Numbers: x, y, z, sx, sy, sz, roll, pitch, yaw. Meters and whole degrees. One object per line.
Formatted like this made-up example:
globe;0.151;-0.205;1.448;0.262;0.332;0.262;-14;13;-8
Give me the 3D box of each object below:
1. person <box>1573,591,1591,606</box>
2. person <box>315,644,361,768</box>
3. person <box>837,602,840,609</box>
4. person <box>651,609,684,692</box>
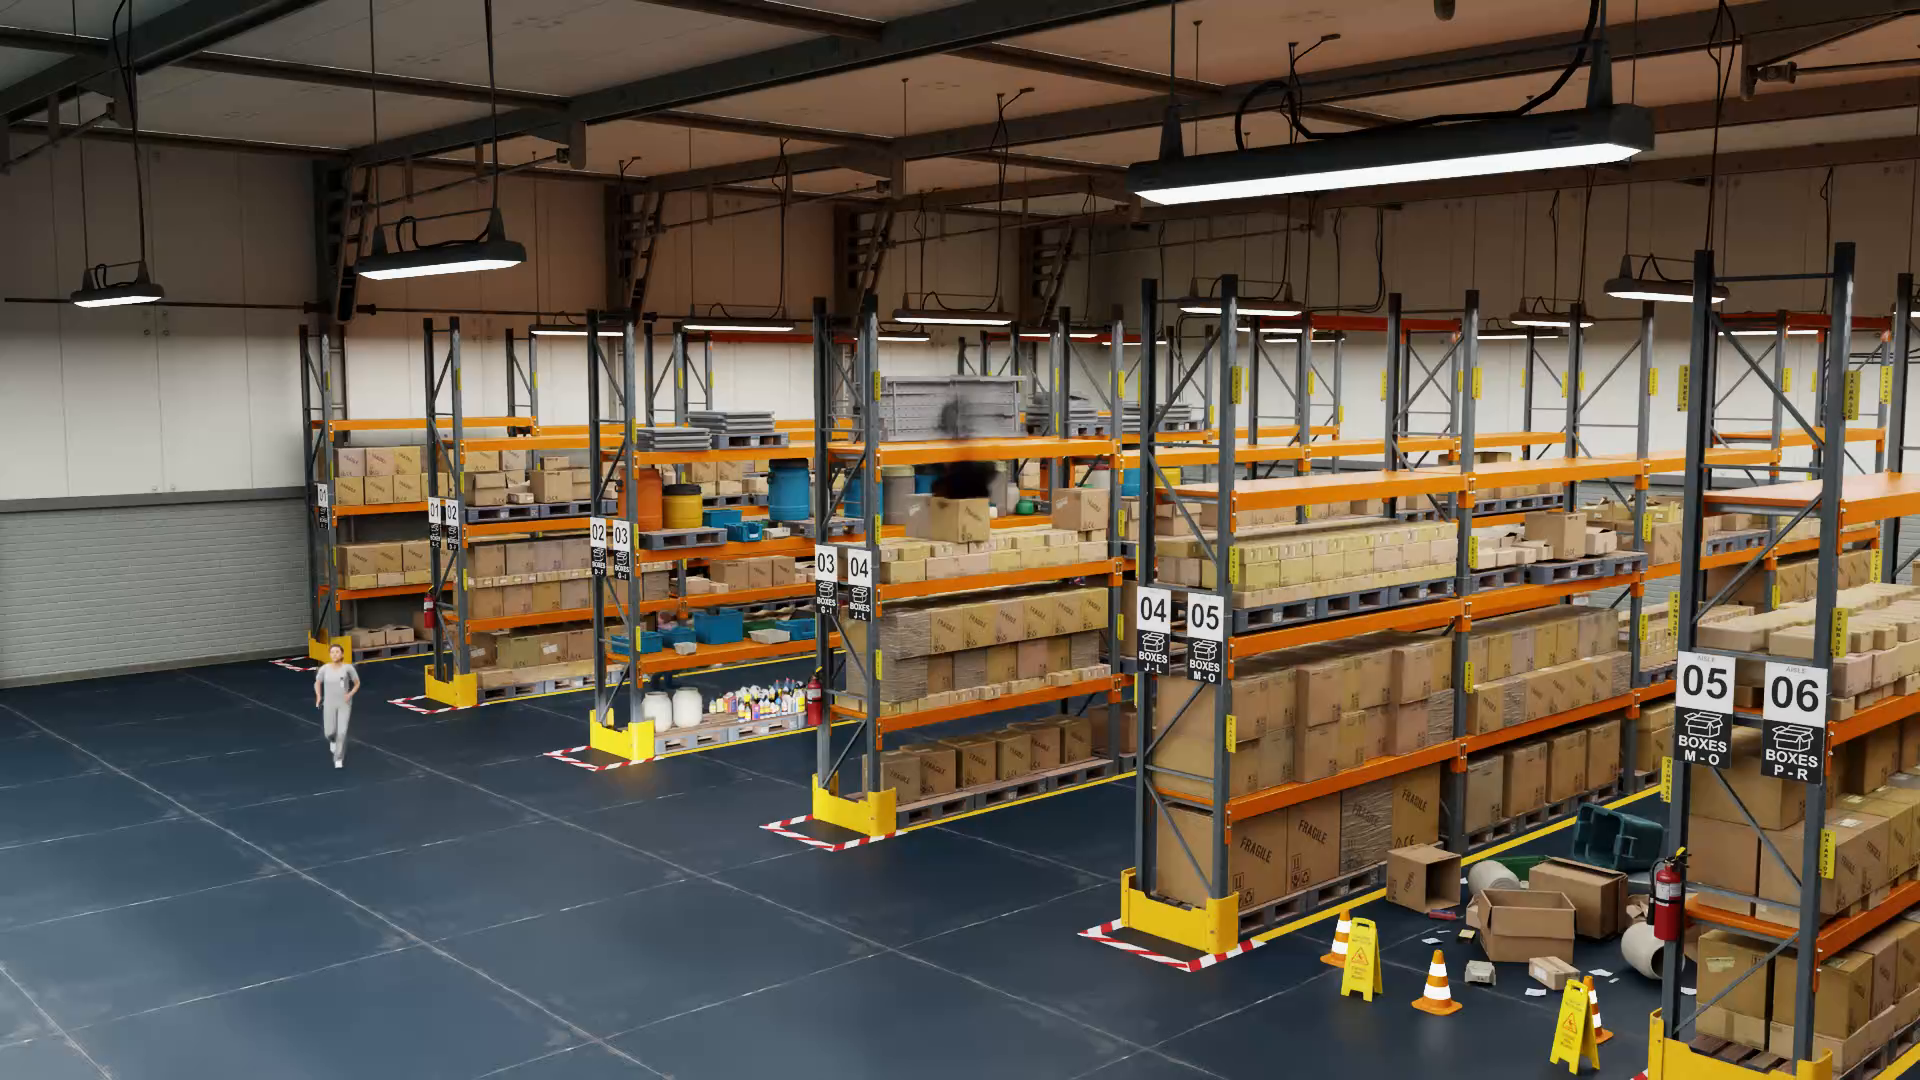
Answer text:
person;11.281;1.219;30.447;0.632;1.791;0.785;-3;6;-26
person;-8.170;2.163;21.842;0.580;1.619;0.561;-1;6;-14
person;-2.767;0.842;34.672;0.612;1.648;0.576;5;7;39
person;-4.416;1.836;25.068;0.805;1.605;0.541;-5;7;-39
